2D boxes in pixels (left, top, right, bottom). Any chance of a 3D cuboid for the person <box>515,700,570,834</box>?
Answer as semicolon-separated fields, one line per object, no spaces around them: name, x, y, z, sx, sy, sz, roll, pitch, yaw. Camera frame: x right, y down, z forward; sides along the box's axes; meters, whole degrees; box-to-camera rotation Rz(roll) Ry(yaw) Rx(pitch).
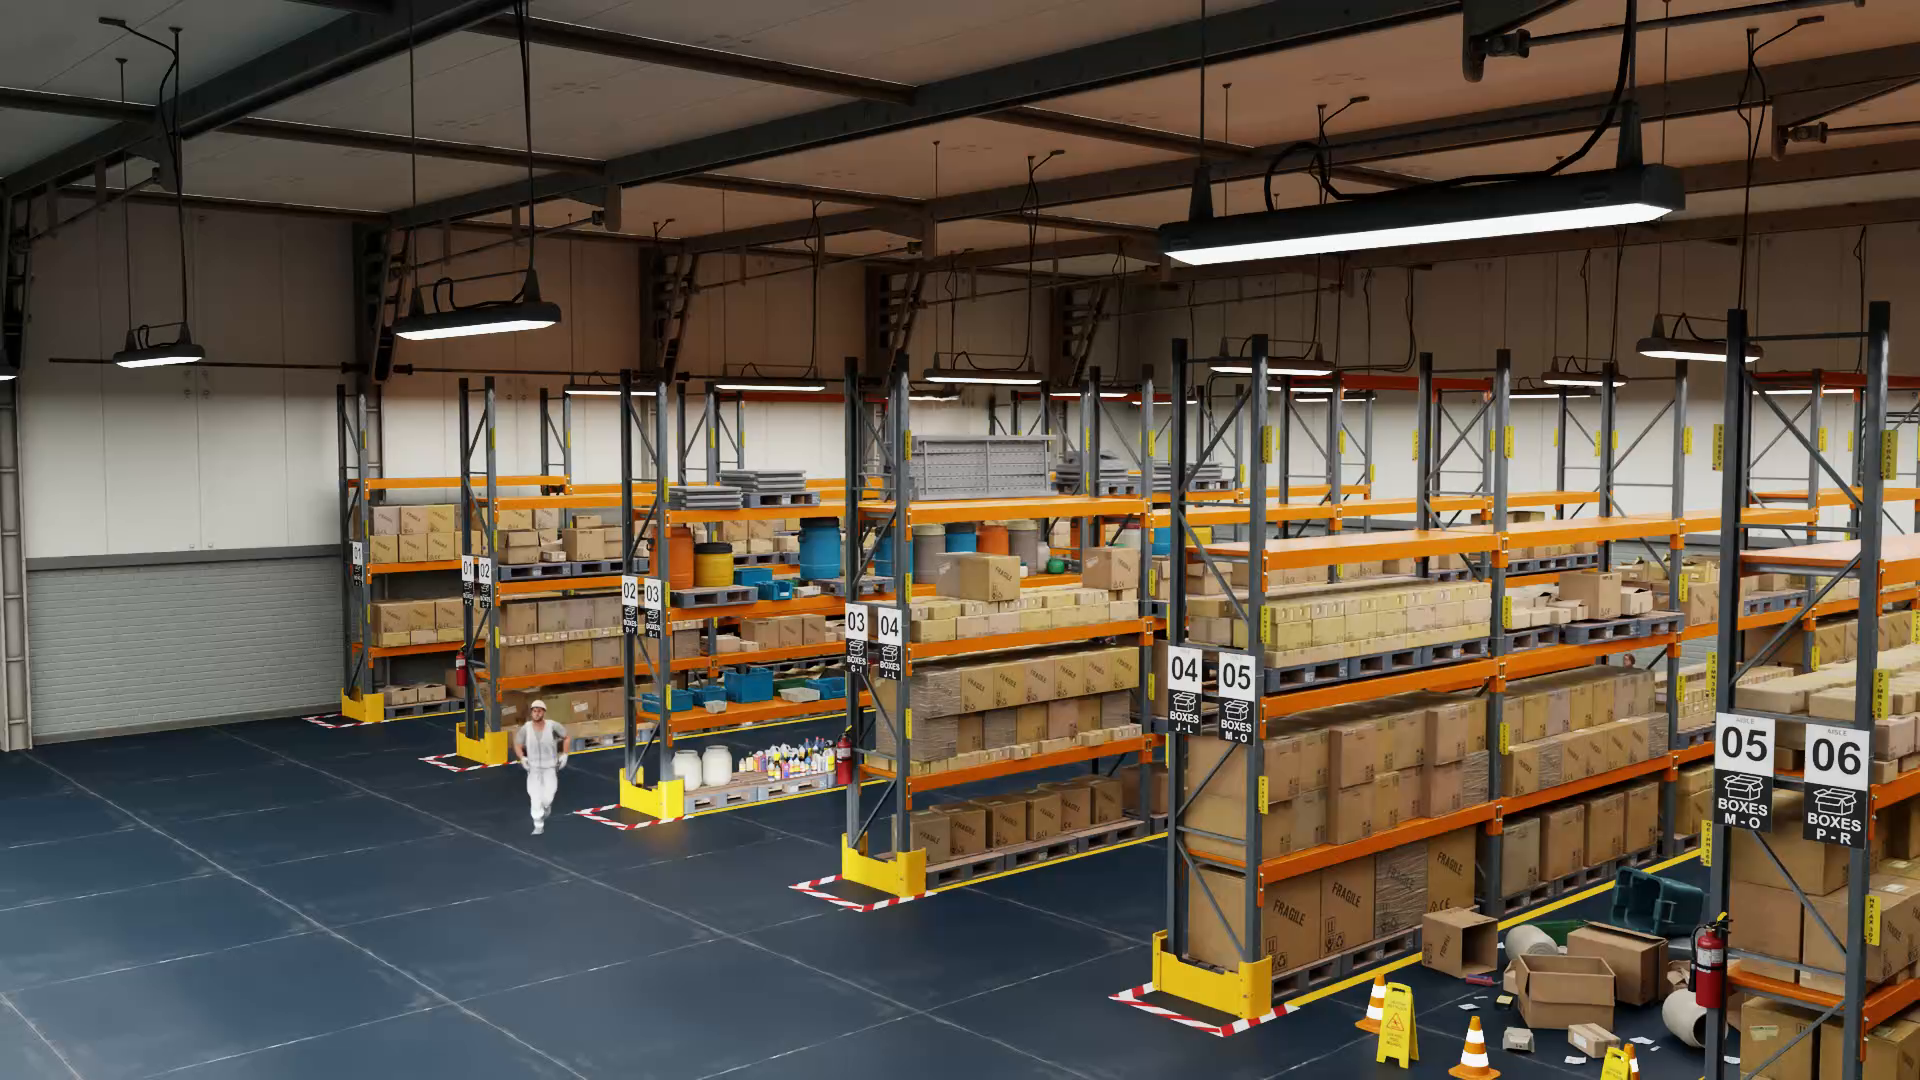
person;-5.342;2.907;21.269;0.684;1.744;0.675;-1;4;-8

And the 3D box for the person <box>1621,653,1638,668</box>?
person;10.815;2.621;26.959;0.544;1.553;0.545;3;5;40
